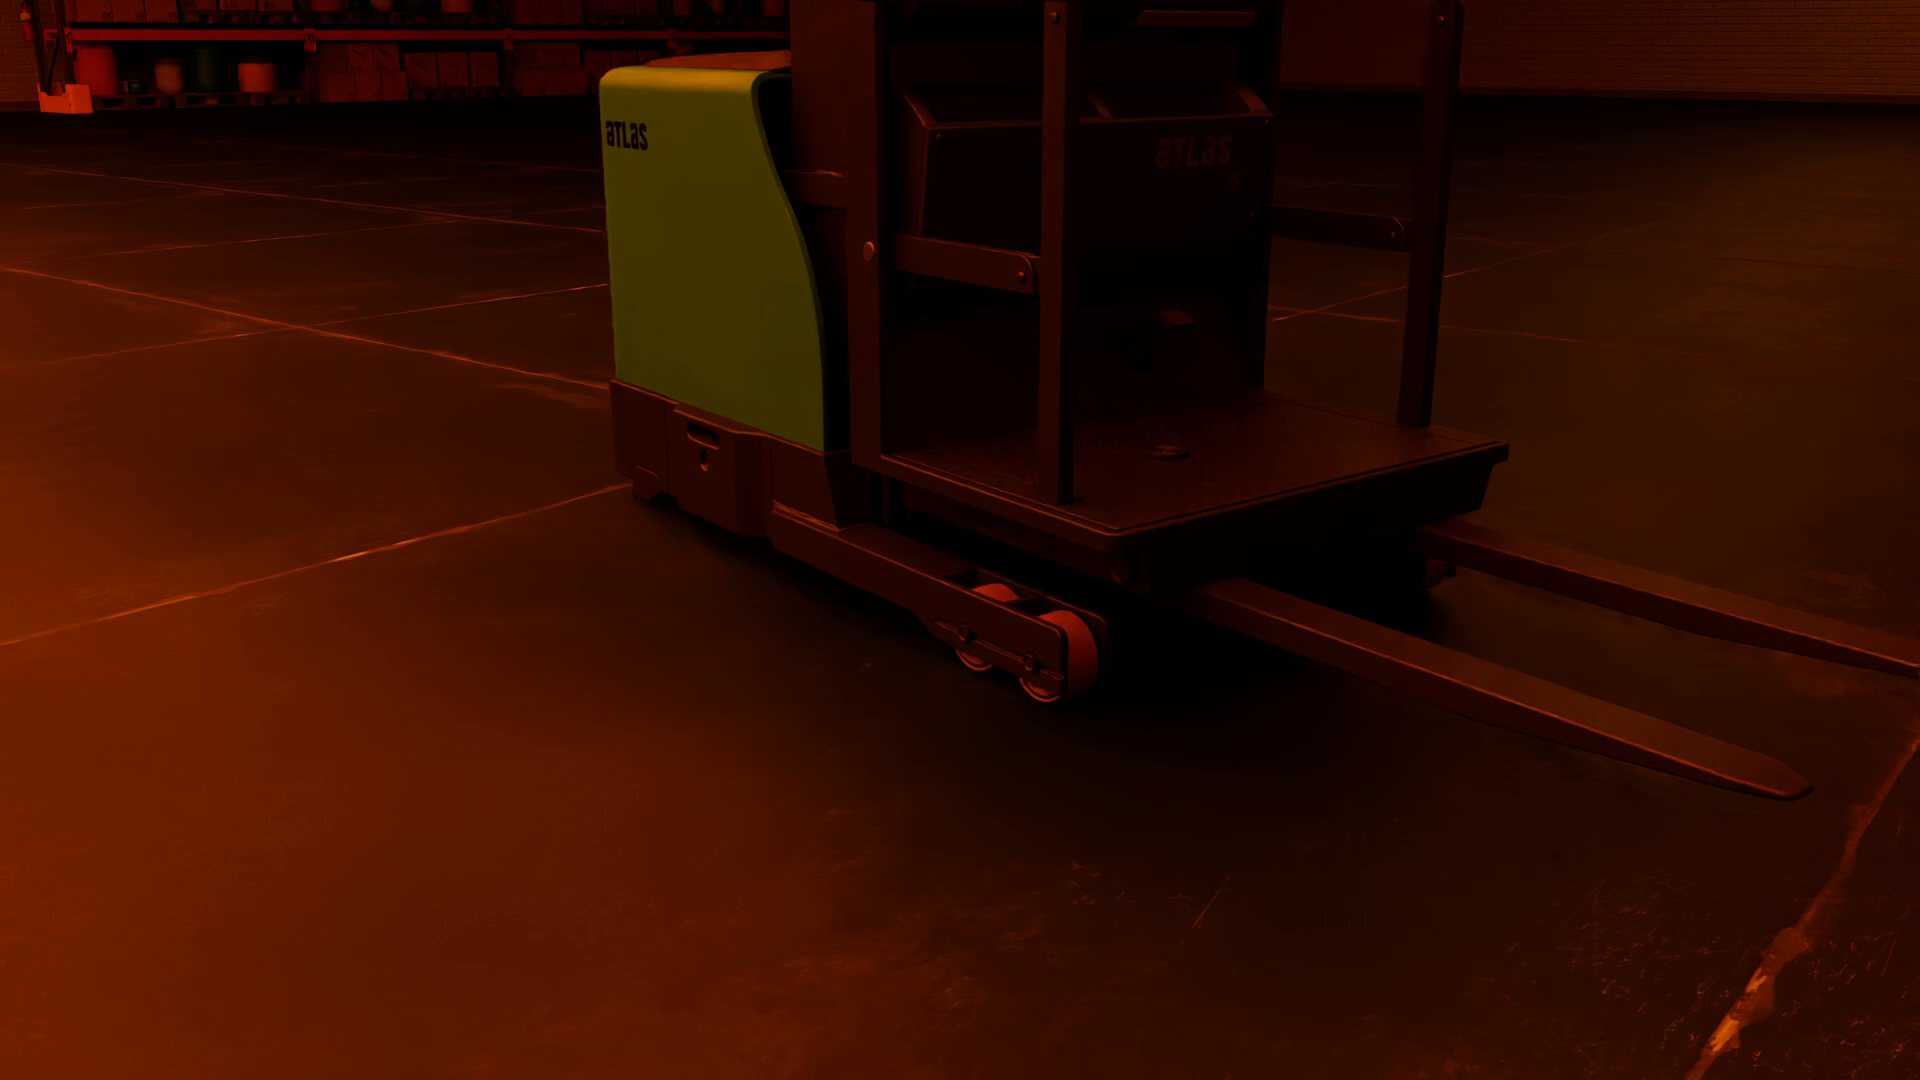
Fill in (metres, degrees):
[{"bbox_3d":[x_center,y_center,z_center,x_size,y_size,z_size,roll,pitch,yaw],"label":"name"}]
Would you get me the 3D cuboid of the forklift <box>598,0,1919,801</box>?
[{"bbox_3d":[0.398,-1.271,3.085,1.130,2.935,3.031,-12,21,-35],"label":"forklift"}]
